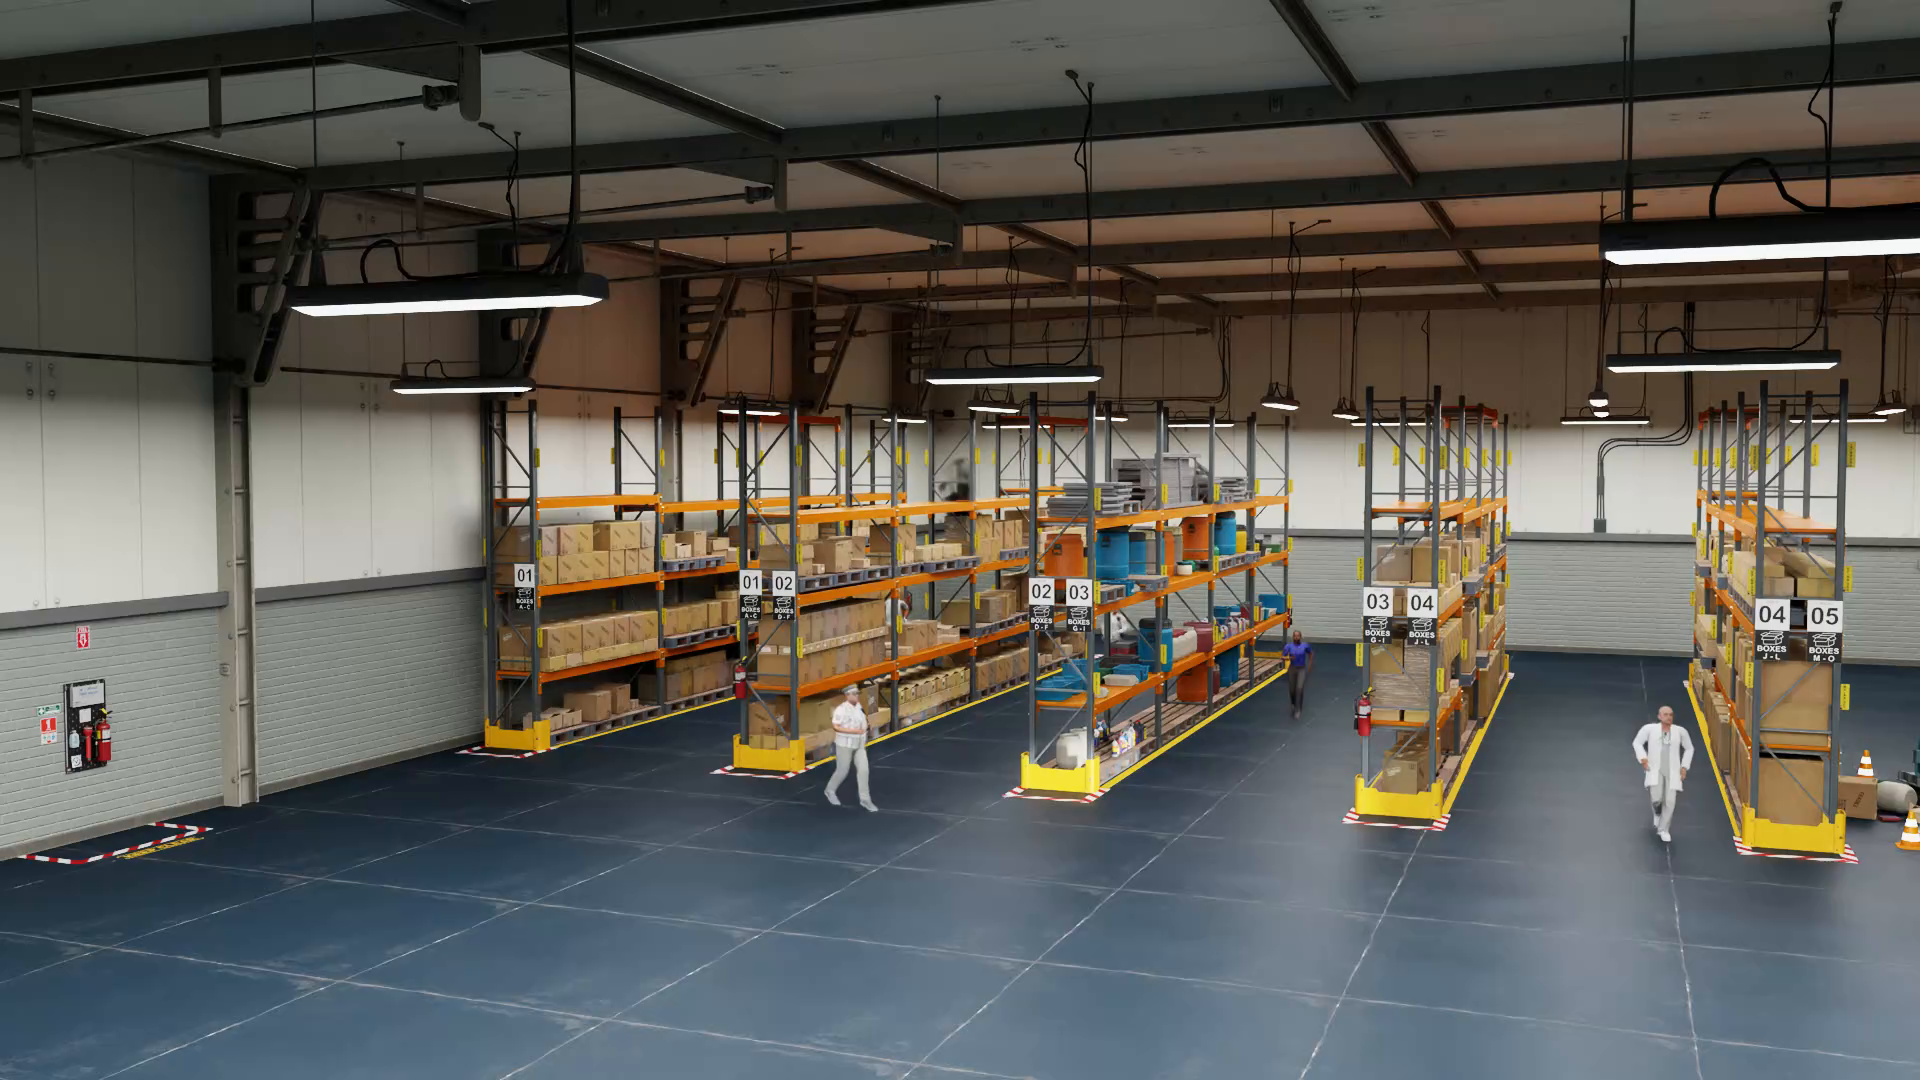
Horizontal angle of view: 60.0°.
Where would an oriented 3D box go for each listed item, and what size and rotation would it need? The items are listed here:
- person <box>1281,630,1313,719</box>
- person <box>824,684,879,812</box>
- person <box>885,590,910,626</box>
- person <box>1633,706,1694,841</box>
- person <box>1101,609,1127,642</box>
[{"bbox_3d":[6.510,2.566,32.160,0.604,1.662,0.901,1,3,13],"label":"person"},{"bbox_3d":[-1.582,2.935,23.676,0.930,1.803,0.630,3,4,43],"label":"person"},{"bbox_3d":[-1.505,1.978,37.998,0.656,1.768,0.827,0,3,8],"label":"person"},{"bbox_3d":[9.276,3.061,21.923,0.745,1.745,0.579,1,3,19],"label":"person"},{"bbox_3d":[3.280,2.128,35.615,0.599,1.670,0.559,1,3,12],"label":"person"}]
